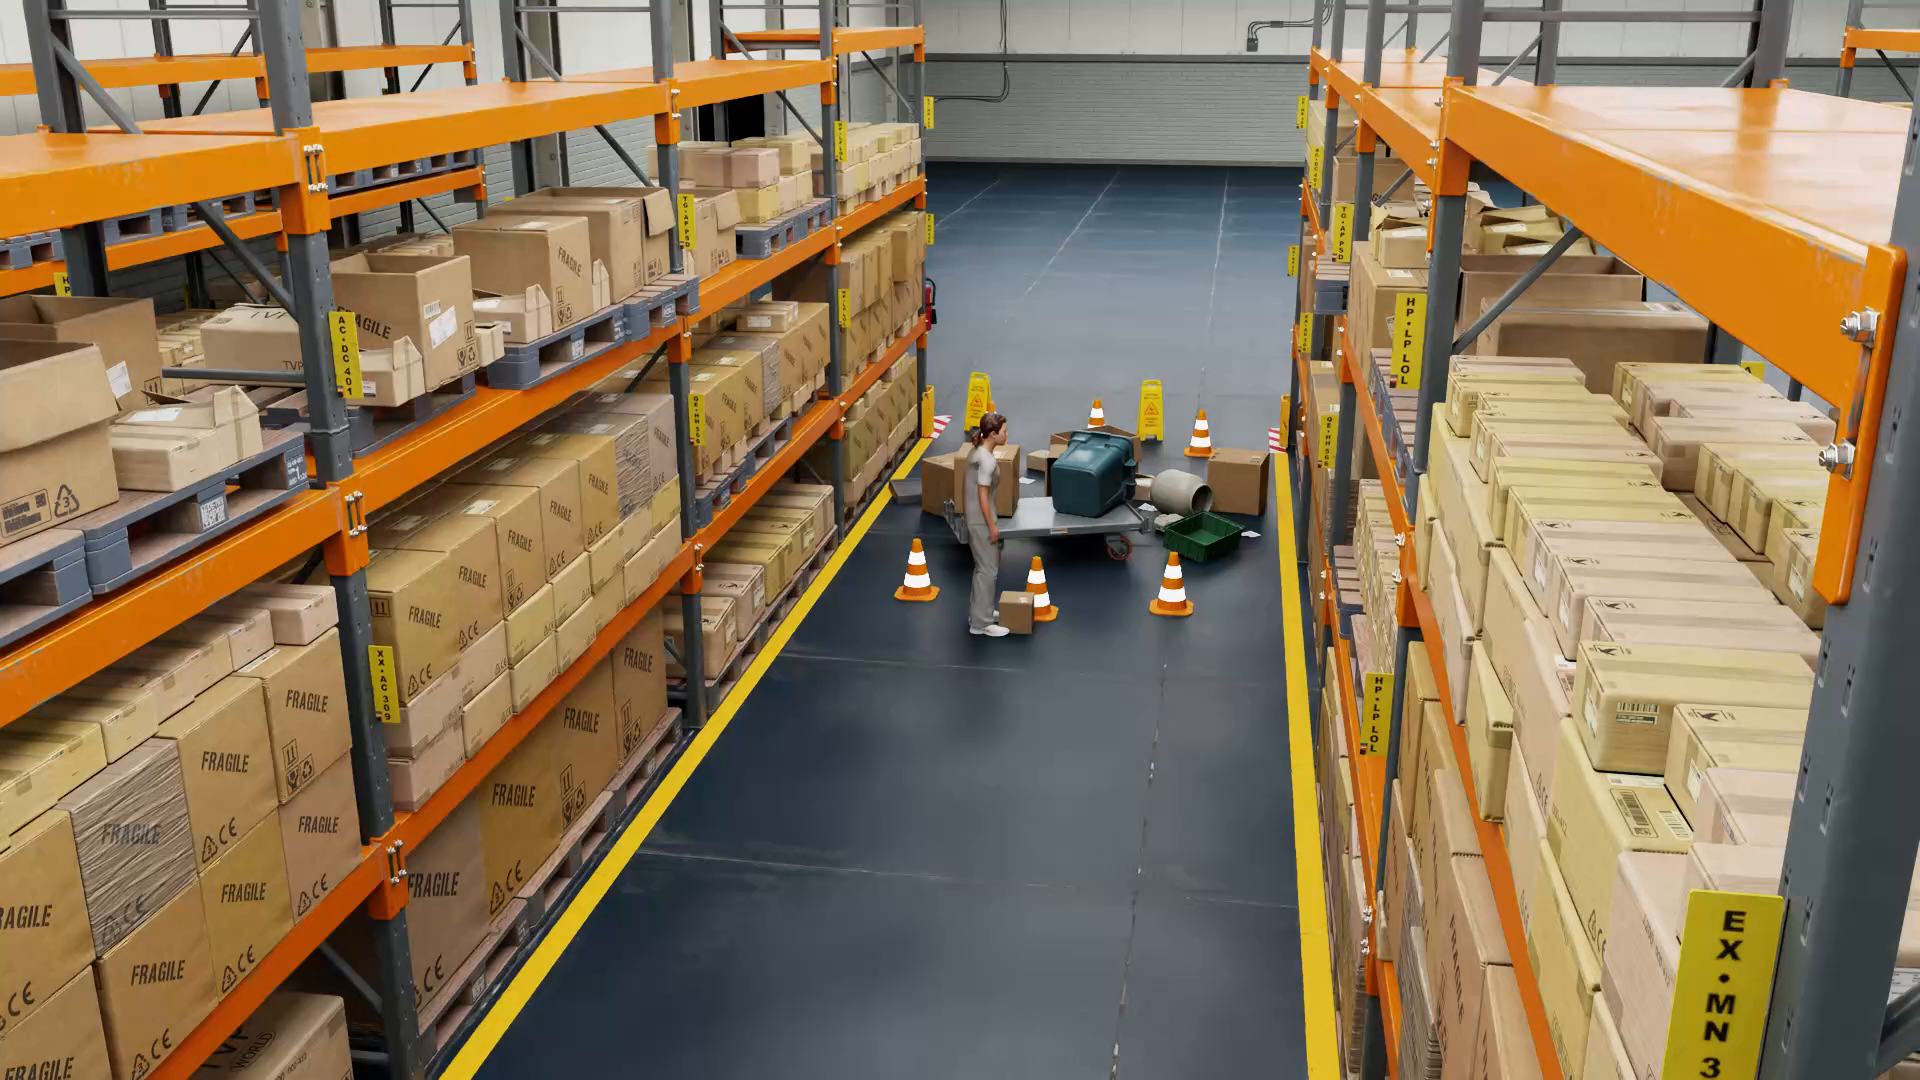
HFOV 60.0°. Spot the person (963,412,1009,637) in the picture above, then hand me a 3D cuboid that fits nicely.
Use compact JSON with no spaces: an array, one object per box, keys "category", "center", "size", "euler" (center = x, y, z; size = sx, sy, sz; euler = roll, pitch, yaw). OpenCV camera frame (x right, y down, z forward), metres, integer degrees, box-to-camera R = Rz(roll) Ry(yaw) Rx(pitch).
[{"category":"person","center":[0.197,-0.138,12.483],"size":[0.356,1.673,0.509],"euler":[-1,18,-2]}]
